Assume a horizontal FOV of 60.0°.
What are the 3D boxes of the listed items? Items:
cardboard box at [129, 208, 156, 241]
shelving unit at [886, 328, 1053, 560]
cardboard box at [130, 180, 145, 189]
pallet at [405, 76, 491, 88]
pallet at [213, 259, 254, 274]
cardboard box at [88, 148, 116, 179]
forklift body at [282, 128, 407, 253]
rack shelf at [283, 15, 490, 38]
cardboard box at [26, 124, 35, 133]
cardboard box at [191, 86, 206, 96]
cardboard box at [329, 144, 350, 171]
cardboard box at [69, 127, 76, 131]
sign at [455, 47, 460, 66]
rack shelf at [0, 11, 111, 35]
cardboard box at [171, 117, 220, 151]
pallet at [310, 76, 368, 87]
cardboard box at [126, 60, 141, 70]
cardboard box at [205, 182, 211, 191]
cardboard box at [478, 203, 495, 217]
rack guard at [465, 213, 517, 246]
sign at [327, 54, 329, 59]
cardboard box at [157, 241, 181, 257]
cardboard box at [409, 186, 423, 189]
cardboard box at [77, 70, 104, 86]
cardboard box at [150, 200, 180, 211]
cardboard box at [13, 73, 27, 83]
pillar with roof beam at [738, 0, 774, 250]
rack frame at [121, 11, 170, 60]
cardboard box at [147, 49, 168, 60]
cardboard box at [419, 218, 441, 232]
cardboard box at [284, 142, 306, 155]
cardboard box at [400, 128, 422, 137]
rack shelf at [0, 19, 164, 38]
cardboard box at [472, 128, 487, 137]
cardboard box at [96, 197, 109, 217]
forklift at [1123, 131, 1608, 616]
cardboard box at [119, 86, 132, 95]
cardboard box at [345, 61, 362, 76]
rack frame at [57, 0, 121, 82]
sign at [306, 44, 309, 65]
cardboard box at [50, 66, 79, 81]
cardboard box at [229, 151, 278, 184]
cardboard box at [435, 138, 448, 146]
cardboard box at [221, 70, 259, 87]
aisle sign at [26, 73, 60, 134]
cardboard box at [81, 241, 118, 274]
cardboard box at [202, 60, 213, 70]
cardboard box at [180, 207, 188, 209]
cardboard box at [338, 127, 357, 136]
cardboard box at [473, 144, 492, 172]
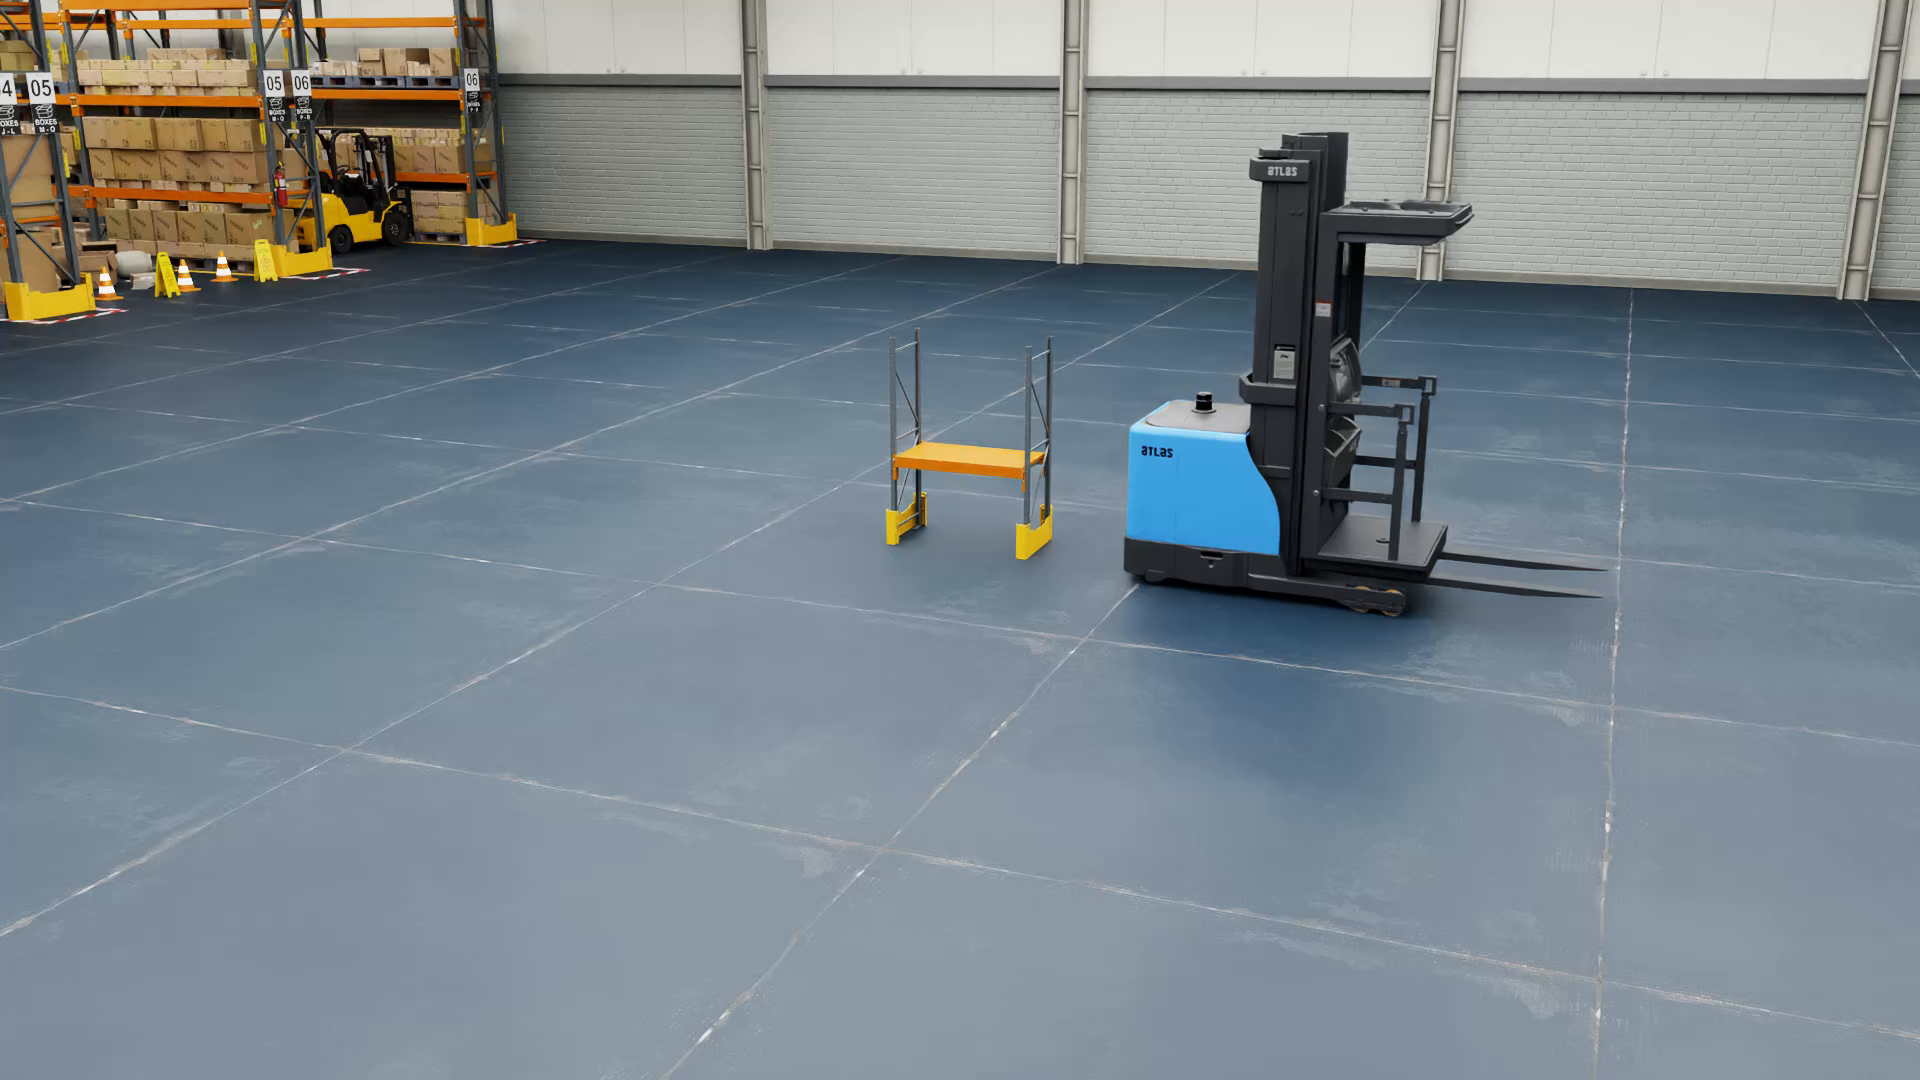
[{"bbox_3d":[-13.533,-5.308,27.910,0.500,0.500,0.500,7,18,23],"label":"cardboard box"},{"bbox_3d":[0.071,-0.712,11.938,1.083,1.500,0.587,6,17,21],"label":"shelving unit"},{"bbox_3d":[-13.580,-5.946,27.727,0.250,0.149,0.380,7,18,22],"label":"cardboard box"},{"bbox_3d":[-9.595,-8.604,31.209,1.213,0.211,1.003,6,17,21],"label":"pallet"},{"bbox_3d":[-11.578,-4.600,27.641,1.213,0.211,1.003,6,17,21],"label":"pallet"},{"bbox_3d":[-14.178,-6.322,27.857,0.500,0.500,0.500,6,17,20],"label":"cardboard box"},{"bbox_3d":[-11.380,-6.440,30.500,1.214,2.155,2.313,6,17,21],"label":"forklift body"},{"bbox_3d":[-10.807,-9.675,31.367,4.000,0.370,1.077,6,17,21],"label":"rack shelf"},{"bbox_3d":[-15.644,-7.008,28.304,0.250,0.149,0.380,6,17,19],"label":"cardboard box"},{"bbox_3d":[-12.137,-7.232,26.777,0.250,0.149,0.380,6,17,20],"label":"cardboard box"},{"bbox_3d":[-11.860,-7.422,32.180,0.500,0.500,0.500,7,17,22],"label":"cardboard box"},{"bbox_3d":[-17.975,-8.316,34.499,0.637,0.503,0.797,6,17,19],"label":"cardboard box"},{"bbox_3d":[-9.159,-8.815,30.333,0.005,0.325,0.100,6,17,21],"label":"sign"},{"bbox_3d":[-16.346,-8.797,28.341,4.000,0.370,1.077,6,17,21],"label":"rack shelf"},{"bbox_3d":[-12.300,-6.585,26.970,0.500,0.500,0.700,6,17,20],"label":"cardboard box"},{"bbox_3d":[-11.865,-8.854,32.069,1.213,0.211,1.003,6,17,21],"label":"pallet"},{"bbox_3d":[-13.333,-7.740,27.094,0.250,0.149,0.380,6,17,19],"label":"cardboard box"},{"bbox_3d":[-12.135,-5.811,27.262,0.250,0.149,0.380,7,17,21],"label":"cardboard box"},{"bbox_3d":[-9.308,-6.350,31.949,0.500,0.250,0.500,7,17,22],"label":"cardboard box"},{"bbox_3d":[-8.924,-5.924,31.683,0.348,0.500,1.175,6,17,21],"label":"rack guard"},{"bbox_3d":[-12.465,-9.407,32.748,0.005,0.325,0.100,6,17,21],"label":"sign"},{"bbox_3d":[-13.040,-4.894,27.830,0.500,0.250,0.500,6,17,20],"label":"cardboard box"},{"bbox_3d":[-10.726,-6.745,32.412,0.500,0.250,0.500,6,17,20],"label":"cardboard box"},{"bbox_3d":[-14.176,-7.644,27.478,0.500,0.250,0.500,6,17,19],"label":"cardboard box"},{"bbox_3d":[-13.211,-5.564,27.628,0.250,0.149,0.380,7,18,24],"label":"cardboard box"},{"bbox_3d":[-12.688,-6.233,22.401,0.250,0.149,0.380,6,17,21],"label":"cardboard box"},{"bbox_3d":[-5.262,-8.583,25.597,0.400,9.000,9.100,6,17,21],"label":"pillar with roof beam"},{"bbox_3d":[-16.389,-10.826,33.326,0.127,3.000,1.000,6,17,21],"label":"rack frame"},{"bbox_3d":[-15.804,-9.546,33.184,0.500,0.500,0.500,6,17,21],"label":"cardboard box"},{"bbox_3d":[-9.959,-6.028,31.735,0.500,0.250,0.500,6,17,21],"label":"cardboard box"},{"bbox_3d":[-13.218,-7.688,32.648,0.500,0.250,0.500,6,17,19],"label":"cardboard box"},{"bbox_3d":[-10.339,-7.691,31.409,0.250,0.149,0.380,7,18,22],"label":"cardboard box"},{"bbox_3d":[-18.249,-10.493,34.186,4.000,0.370,1.077,6,17,21],"label":"rack shelf"},{"bbox_3d":[-9.181,-7.719,31.506,0.250,0.149,0.380,6,17,20],"label":"cardboard box"},{"bbox_3d":[-17.810,-7.041,34.777,0.500,0.500,0.500,7,18,23],"label":"cardboard box"},{"bbox_3d":[2.670,-1.094,10.684,3.031,2.935,1.130,7,17,22],"label":"forklift"},{"bbox_3d":[-13.573,-7.399,27.350,0.250,0.149,0.380,7,18,22],"label":"cardboard box"},{"bbox_3d":[-11.398,-8.931,31.486,0.258,0.266,0.396,6,17,19],"label":"cardboard box"},{"bbox_3d":[-14.485,-9.129,27.480,0.127,3.000,1.000,6,17,21],"label":"rack frame"},{"bbox_3d":[-10.565,-7.840,26.852,0.005,0.325,0.100,6,17,21],"label":"sign"},{"bbox_3d":[-15.082,-7.841,27.937,0.500,0.250,0.500,6,17,20],"label":"cardboard box"},{"bbox_3d":[-11.370,-6.014,26.797,0.500,0.500,0.500,6,17,20],"label":"cardboard box"},{"bbox_3d":[-9.620,-7.468,31.174,0.250,0.149,0.380,7,17,22],"label":"cardboard box"},{"bbox_3d":[-11.339,-7.333,26.408,0.500,0.250,0.500,6,17,20],"label":"cardboard box"},{"bbox_3d":[-12.311,-5.864,22.330,0.004,0.787,0.394,6,17,21],"label":"aisle sign"},{"bbox_3d":[-13.988,-4.587,27.072,0.500,0.500,0.500,-9,18,-27],"label":"cardboard box"},{"bbox_3d":[-11.874,-7.597,26.602,0.250,0.149,0.380,6,17,21],"label":"cardboard box"},{"bbox_3d":[-12.888,-5.395,28.212,0.500,0.500,0.500,7,18,24],"label":"cardboard box"},{"bbox_3d":[-11.761,-7.849,31.953,0.250,0.149,0.380,7,17,22],"label":"cardboard box"},{"bbox_3d":[-9.305,-7.298,31.752,0.500,0.500,0.500,7,18,22],"label":"cardboard box"}]
